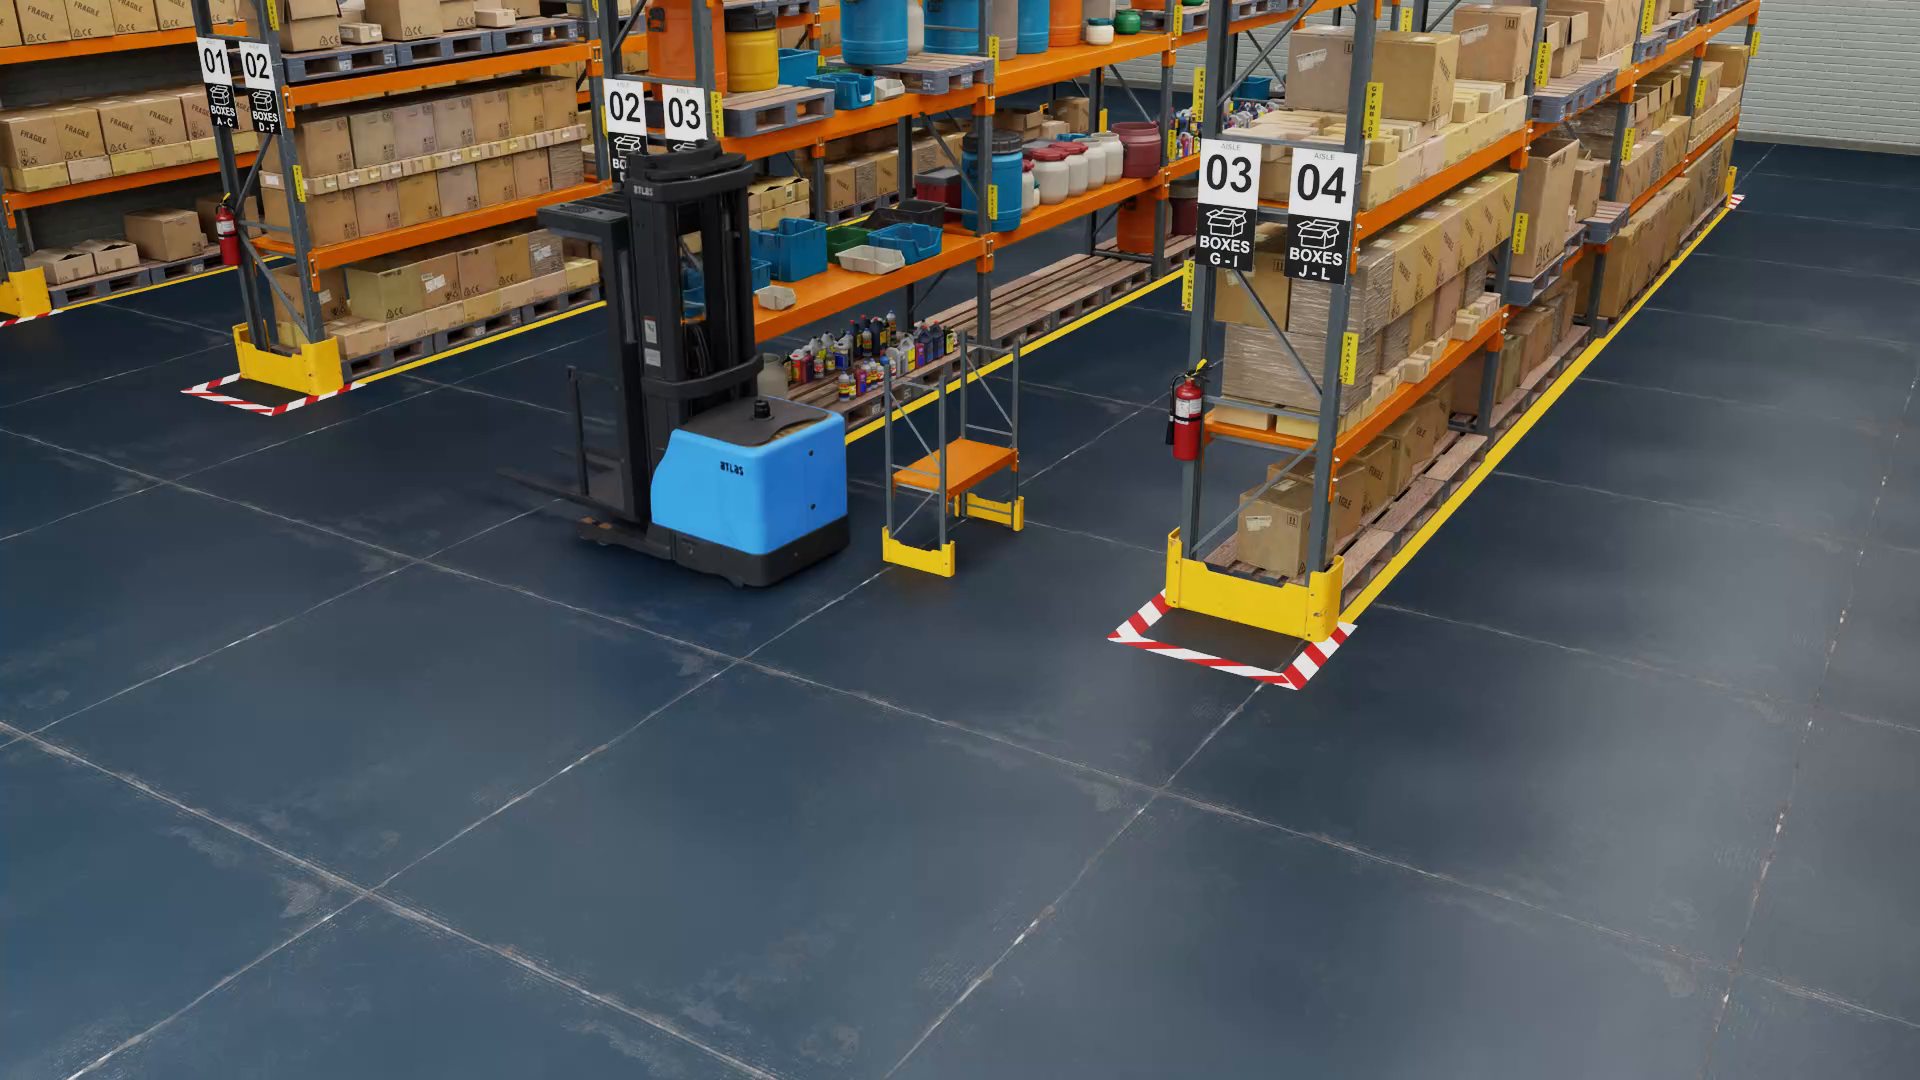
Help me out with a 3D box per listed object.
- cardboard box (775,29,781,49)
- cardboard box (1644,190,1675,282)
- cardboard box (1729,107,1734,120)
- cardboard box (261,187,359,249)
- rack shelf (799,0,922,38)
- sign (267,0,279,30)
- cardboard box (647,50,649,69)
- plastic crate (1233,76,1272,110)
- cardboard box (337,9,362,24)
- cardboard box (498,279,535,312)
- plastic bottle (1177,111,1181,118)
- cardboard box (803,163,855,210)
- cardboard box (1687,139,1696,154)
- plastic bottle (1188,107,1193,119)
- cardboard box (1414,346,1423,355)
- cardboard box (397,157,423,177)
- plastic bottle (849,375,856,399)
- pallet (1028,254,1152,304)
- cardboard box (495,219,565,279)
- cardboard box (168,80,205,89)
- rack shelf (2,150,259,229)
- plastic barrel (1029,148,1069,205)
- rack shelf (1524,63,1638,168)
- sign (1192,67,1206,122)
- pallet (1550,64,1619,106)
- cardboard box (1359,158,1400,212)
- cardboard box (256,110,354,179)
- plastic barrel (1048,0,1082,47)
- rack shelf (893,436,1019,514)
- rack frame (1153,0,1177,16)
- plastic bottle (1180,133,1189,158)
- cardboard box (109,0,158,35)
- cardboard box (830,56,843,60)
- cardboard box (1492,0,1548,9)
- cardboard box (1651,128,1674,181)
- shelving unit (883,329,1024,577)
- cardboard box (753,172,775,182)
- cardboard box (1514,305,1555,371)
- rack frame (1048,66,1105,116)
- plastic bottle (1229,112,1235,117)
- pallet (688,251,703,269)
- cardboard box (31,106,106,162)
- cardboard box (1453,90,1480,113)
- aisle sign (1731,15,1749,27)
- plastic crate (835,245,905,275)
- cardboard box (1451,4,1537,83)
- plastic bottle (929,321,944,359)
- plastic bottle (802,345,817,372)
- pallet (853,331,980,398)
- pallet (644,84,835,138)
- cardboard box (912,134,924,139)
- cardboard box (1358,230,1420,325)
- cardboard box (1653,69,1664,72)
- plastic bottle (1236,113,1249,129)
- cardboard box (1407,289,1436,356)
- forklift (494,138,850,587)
[{"bbox_3d":[-3.656,-8.570,28.228,0.980,0.700,0.700,13,27,28],"label":"cardboard box"},{"bbox_3d":[7.487,-3.589,19.246,1.225,0.875,0.875,13,27,27],"label":"cardboard box"},{"bbox_3d":[10.211,-5.766,22.444,0.380,0.149,0.250,14,27,29],"label":"cardboard box"},{"bbox_3d":[-6.208,-3.121,15.893,0.700,0.500,0.500,14,27,29],"label":"cardboard box"},{"bbox_3d":[-1.190,-7.342,22.899,1.077,0.370,4.000,14,27,29],"label":"rack shelf"},{"bbox_3d":[-5.997,-4.616,14.497,0.100,0.325,0.005,14,27,29],"label":"sign"},{"bbox_3d":[-4.908,-7.648,25.951,0.500,0.500,0.500,14,27,29],"label":"cardboard box"},{"bbox_3d":[4.027,-6.180,23.031,0.392,0.384,0.575,14,27,29],"label":"plastic crate"},{"bbox_3d":[-6.082,-4.929,15.903,0.500,0.250,0.500,14,27,29],"label":"cardboard box"},{"bbox_3d":[-4.938,-2.660,17.887,0.500,0.250,0.500,14,27,29],"label":"cardboard box"},{"bbox_3d":[2.808,-5.371,21.379,0.097,0.271,0.097,0,23,0],"label":"plastic bottle"},{"bbox_3d":[-1.762,-4.769,22.418,0.500,0.500,0.500,15,28,31],"label":"cardboard box"},{"bbox_3d":[8.717,-4.808,20.232,0.380,0.149,0.250,14,27,29],"label":"cardboard box"},{"bbox_3d":[3.015,-5.485,21.637,0.152,0.276,0.135,14,27,29],"label":"plastic bottle"},{"bbox_3d":[3.194,-1.372,12.295,0.380,0.149,0.250,14,27,29],"label":"cardboard box"},{"bbox_3d":[-5.532,-3.700,16.414,0.380,0.149,0.250,13,27,27],"label":"cardboard box"},{"bbox_3d":[-0.983,-1.380,14.966,0.097,0.201,0.097,0,23,0],"label":"plastic bottle"},{"bbox_3d":[1.519,-3.048,19.360,1.003,0.211,1.213,14,27,29],"label":"pallet"},{"bbox_3d":[-4.688,-3.177,18.136,0.500,0.500,0.500,14,27,29],"label":"cardboard box"},{"bbox_3d":[-9.267,-5.303,20.279,0.500,0.500,0.500,14,27,29],"label":"cardboard box"},{"bbox_3d":[-9.621,-4.302,19.653,1.077,0.370,4.000,14,27,29],"label":"rack shelf"},{"bbox_3d":[0.929,-3.818,17.458,0.433,0.535,0.433,0,23,0],"label":"plastic barrel"},{"bbox_3d":[5.114,-3.914,14.982,1.077,0.370,4.000,14,27,29],"label":"rack shelf"},{"bbox_3d":[1.488,-2.749,10.269,0.100,0.325,0.005,14,27,29],"label":"sign"},{"bbox_3d":[5.019,-4.020,14.557,1.213,0.211,1.003,14,27,29],"label":"pallet"},{"bbox_3d":[2.422,-2.259,10.441,0.500,0.250,0.500,15,27,30],"label":"cardboard box"},{"bbox_3d":[-6.180,-3.734,15.677,0.700,0.500,0.500,14,27,29],"label":"cardboard box"},{"bbox_3d":[0.998,-5.702,17.665,0.600,0.830,0.708,14,27,29],"label":"plastic barrel"},{"bbox_3d":[-0.045,-0.494,12.293,0.538,0.185,1.000,14,27,29],"label":"rack shelf"},{"bbox_3d":[1.961,-7.334,18.200,1.000,3.000,0.127,14,27,29],"label":"rack frame"},{"bbox_3d":[2.676,-4.707,19.830,0.061,0.283,0.133,14,27,29],"label":"plastic bottle"},{"bbox_3d":[-9.438,-5.984,18.706,0.500,0.500,0.500,16,28,32],"label":"cardboard box"},{"bbox_3d":[-1.364,-6.364,22.855,0.700,0.500,0.500,20,31,39],"label":"cardboard box"},{"bbox_3d":[5.172,-4.748,15.248,0.500,0.500,0.500,13,27,27],"label":"cardboard box"},{"bbox_3d":[7.727,-4.380,18.803,0.500,0.500,0.500,14,27,28],"label":"cardboard box"},{"bbox_3d":[-0.040,-0.663,12.228,0.587,1.500,1.083,14,27,29],"label":"shelving unit"},{"bbox_3d":[-2.771,-4.693,21.878,0.500,0.311,0.500,15,28,31],"label":"cardboard box"},{"bbox_3d":[5.257,-1.985,15.987,0.700,0.500,0.500,16,28,33],"label":"cardboard box"},{"bbox_3d":[1.975,-8.320,28.030,1.000,3.000,0.127,14,27,29],"label":"rack frame"},{"bbox_3d":[3.492,-5.352,21.335,0.097,0.271,0.097,0,23,0],"label":"plastic bottle"},{"bbox_3d":[-3.357,-3.661,20.776,1.003,0.211,1.213,14,27,29],"label":"pallet"},{"bbox_3d":[-9.899,-4.504,18.434,0.500,0.500,0.500,14,27,29],"label":"cardboard box"},{"bbox_3d":[3.533,-3.169,12.042,0.380,0.149,0.250,15,28,31],"label":"cardboard box"},{"bbox_3d":[10.681,-7.397,22.626,0.394,0.787,0.004,14,27,29],"label":"aisle sign"},{"bbox_3d":[-0.790,-2.509,14.937,0.530,0.136,0.437,14,27,29],"label":"plastic crate"},{"bbox_3d":[4.038,-3.776,12.627,0.500,0.500,0.500,13,27,27],"label":"cardboard box"},{"bbox_3d":[-0.244,-1.939,16.070,0.144,0.351,0.185,13,27,28],"label":"plastic bottle"},{"bbox_3d":[-1.433,-1.671,15.544,0.152,0.276,0.135,13,27,28],"label":"plastic bottle"},{"bbox_3d":[-0.539,-1.733,16.324,1.003,0.211,1.213,14,27,29],"label":"pallet"},{"bbox_3d":[-1.740,-3.429,13.194,1.003,0.211,1.213,14,27,29],"label":"pallet"},{"bbox_3d":[-0.869,-5.730,24.640,0.500,0.500,0.500,14,27,30],"label":"cardboard box"},{"bbox_3d":[2.740,-1.780,11.163,0.500,0.500,0.500,14,27,29],"label":"cardboard box"},{"bbox_3d":[8.294,-5.516,20.422,0.500,0.500,0.500,15,27,30],"label":"cardboard box"},{"bbox_3d":[3.608,-5.334,21.288,0.152,0.276,0.135,14,27,29],"label":"plastic bottle"},{"bbox_3d":[2.998,-1.725,12.294,0.875,0.500,0.500,14,27,29],"label":"cardboard box"},{"bbox_3d":[-2.309,-1.455,12.258,3.031,2.935,1.130,16,28,32],"label":"forklift"}]
